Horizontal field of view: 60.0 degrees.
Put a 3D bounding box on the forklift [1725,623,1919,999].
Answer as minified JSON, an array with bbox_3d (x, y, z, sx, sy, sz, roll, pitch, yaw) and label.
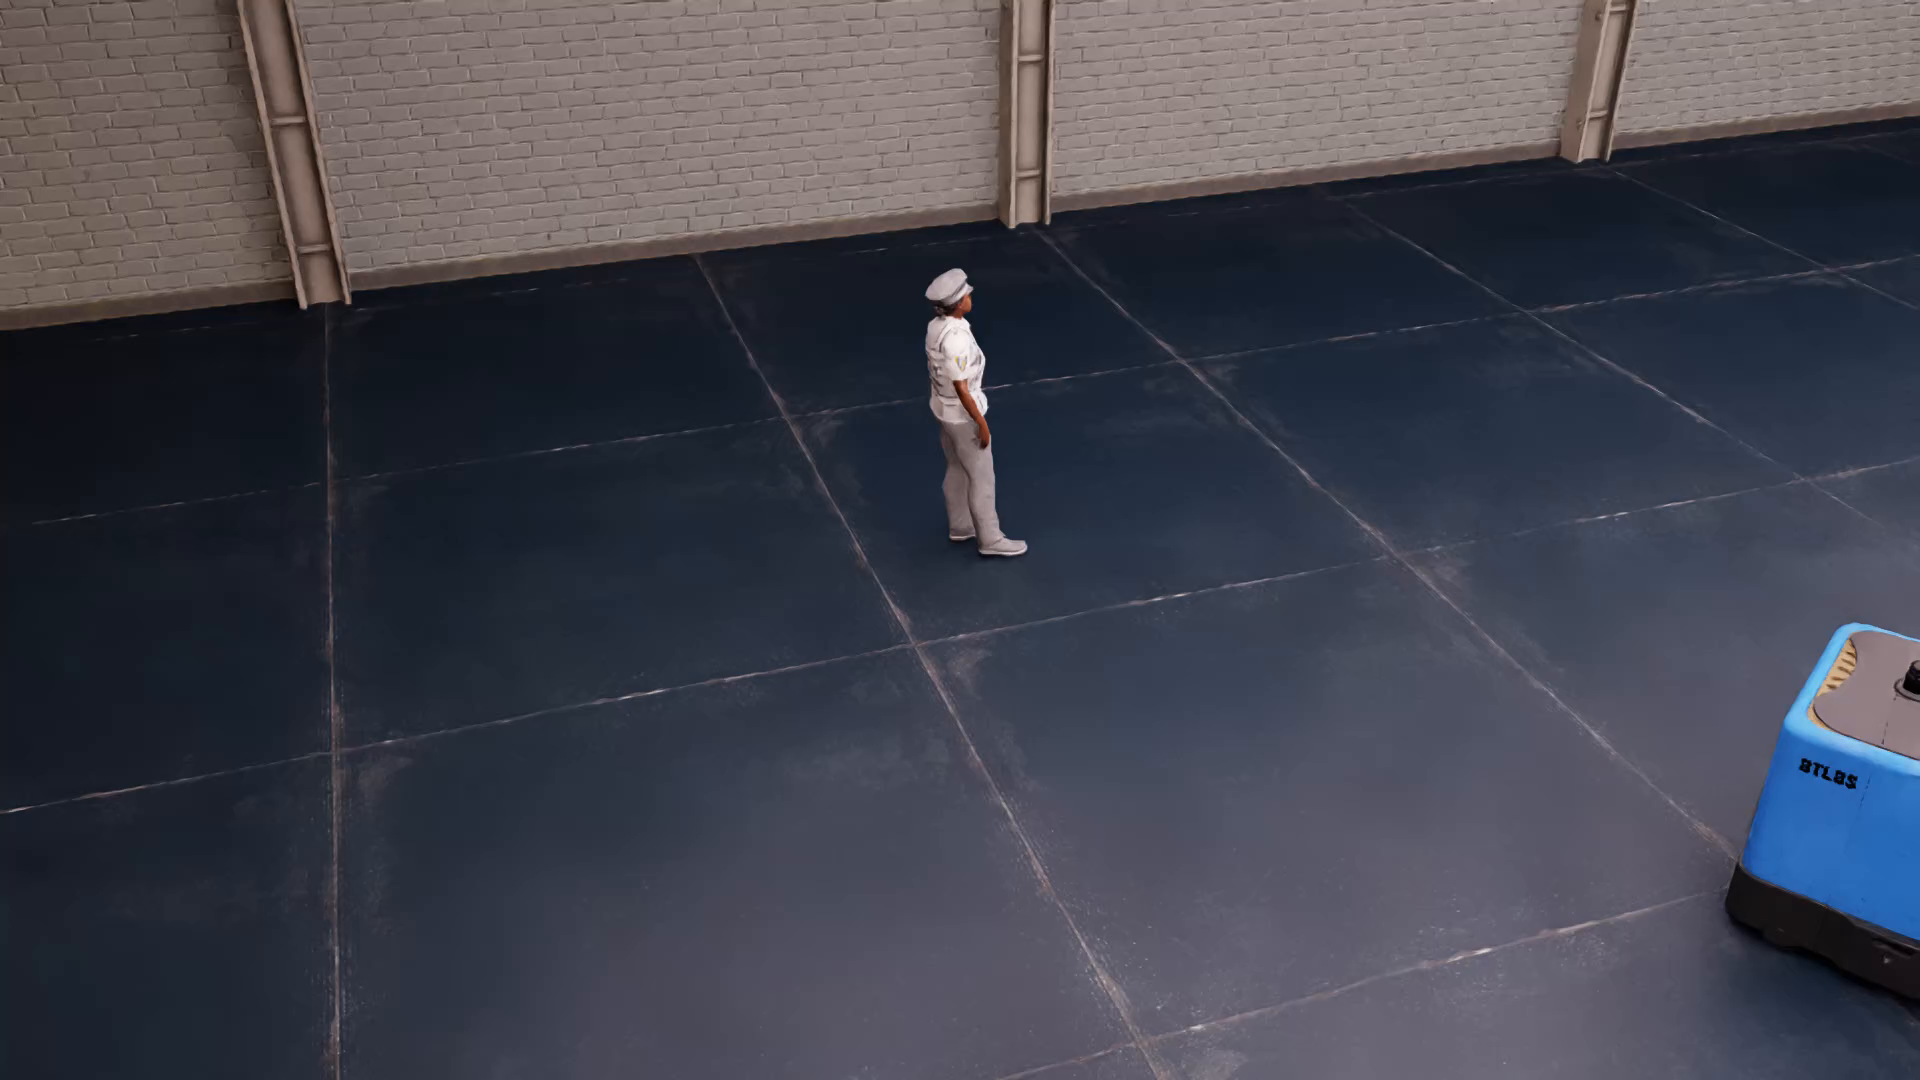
[{"bbox_3d":[4.764,0.641,5.973,3.031,2.935,1.130,21,36,32],"label":"forklift"}]

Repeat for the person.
[{"bbox_3d":[0.077,-0.743,9.605,0.529,1.693,0.570,-10,31,-16],"label":"person"}]
